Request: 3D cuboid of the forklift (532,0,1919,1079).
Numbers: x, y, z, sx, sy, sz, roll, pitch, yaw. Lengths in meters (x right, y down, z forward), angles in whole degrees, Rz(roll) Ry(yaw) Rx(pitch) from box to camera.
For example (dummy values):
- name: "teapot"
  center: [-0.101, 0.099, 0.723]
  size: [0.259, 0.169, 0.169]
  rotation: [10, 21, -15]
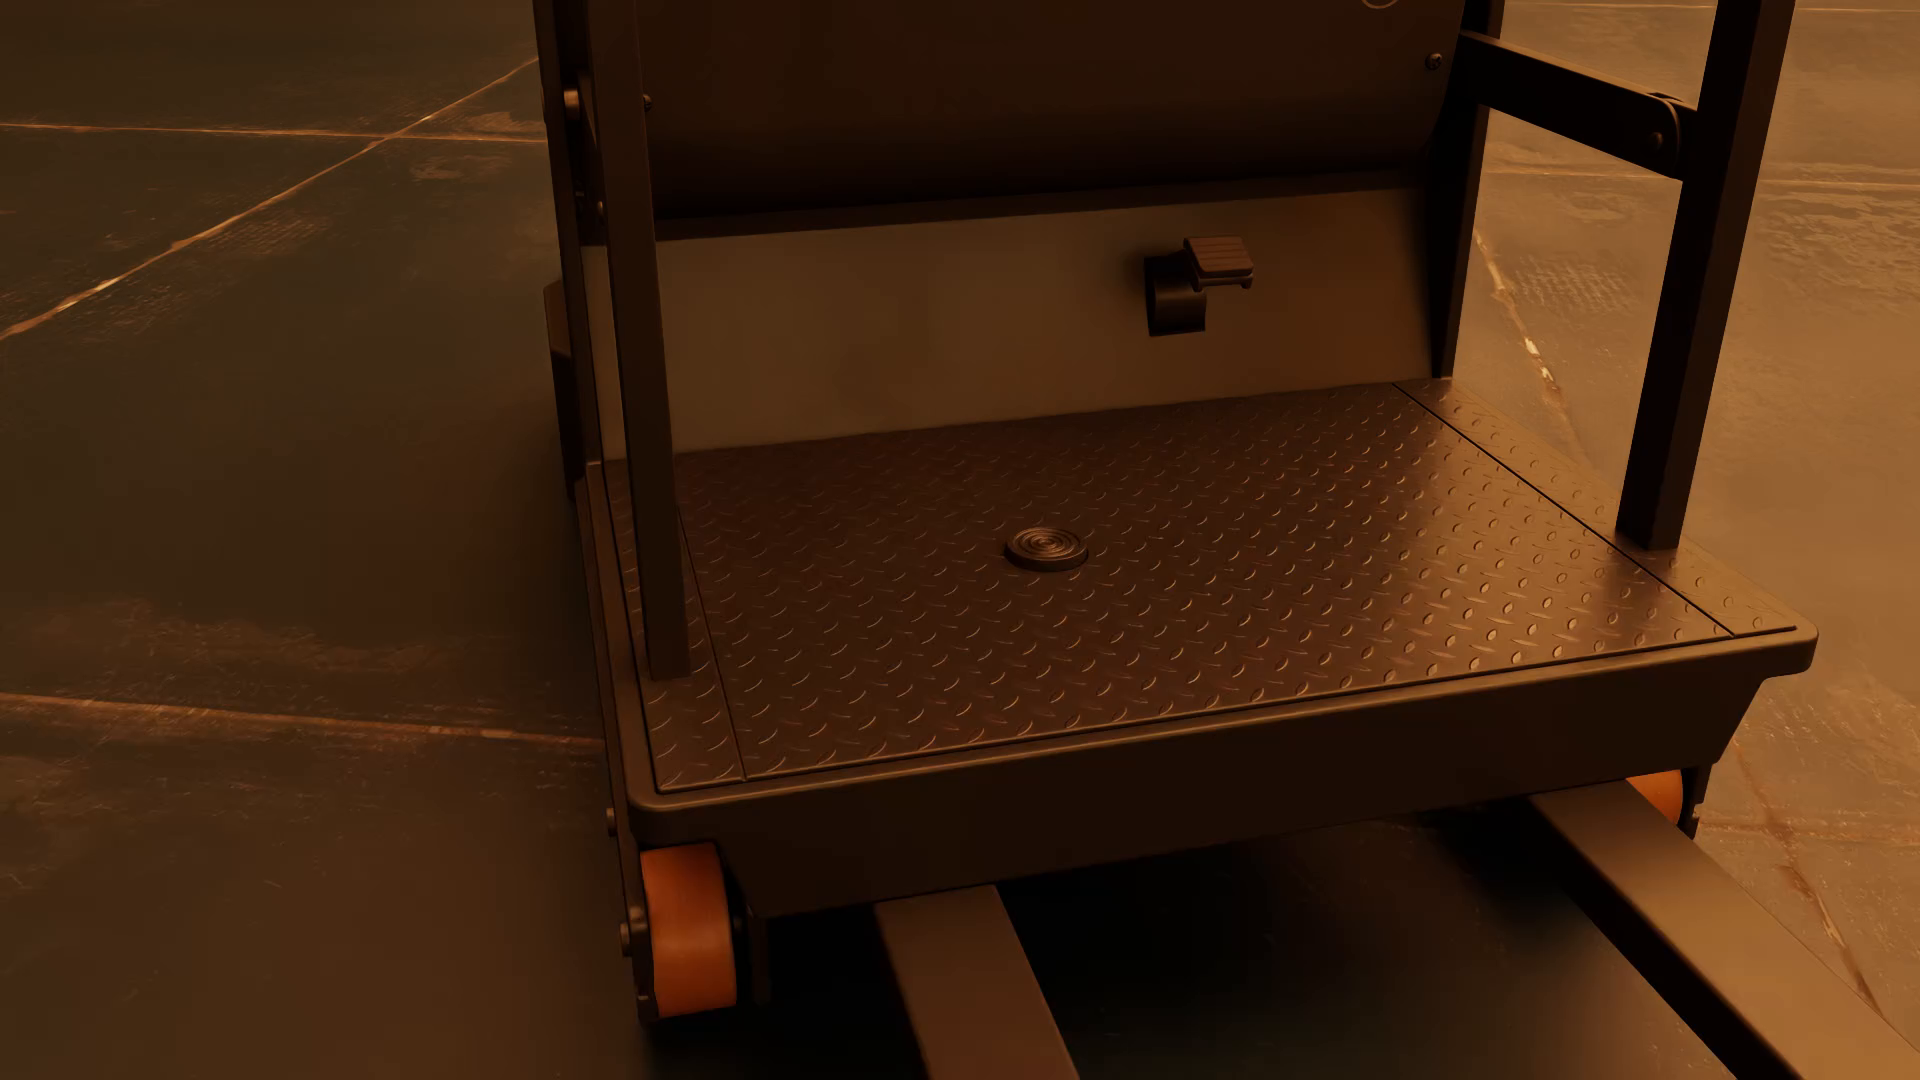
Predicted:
- name: "forklift"
  center: [0.153, -1.049, 1.319]
  size: [1.130, 2.935, 3.031]
  rotation: [-7, 27, -13]
